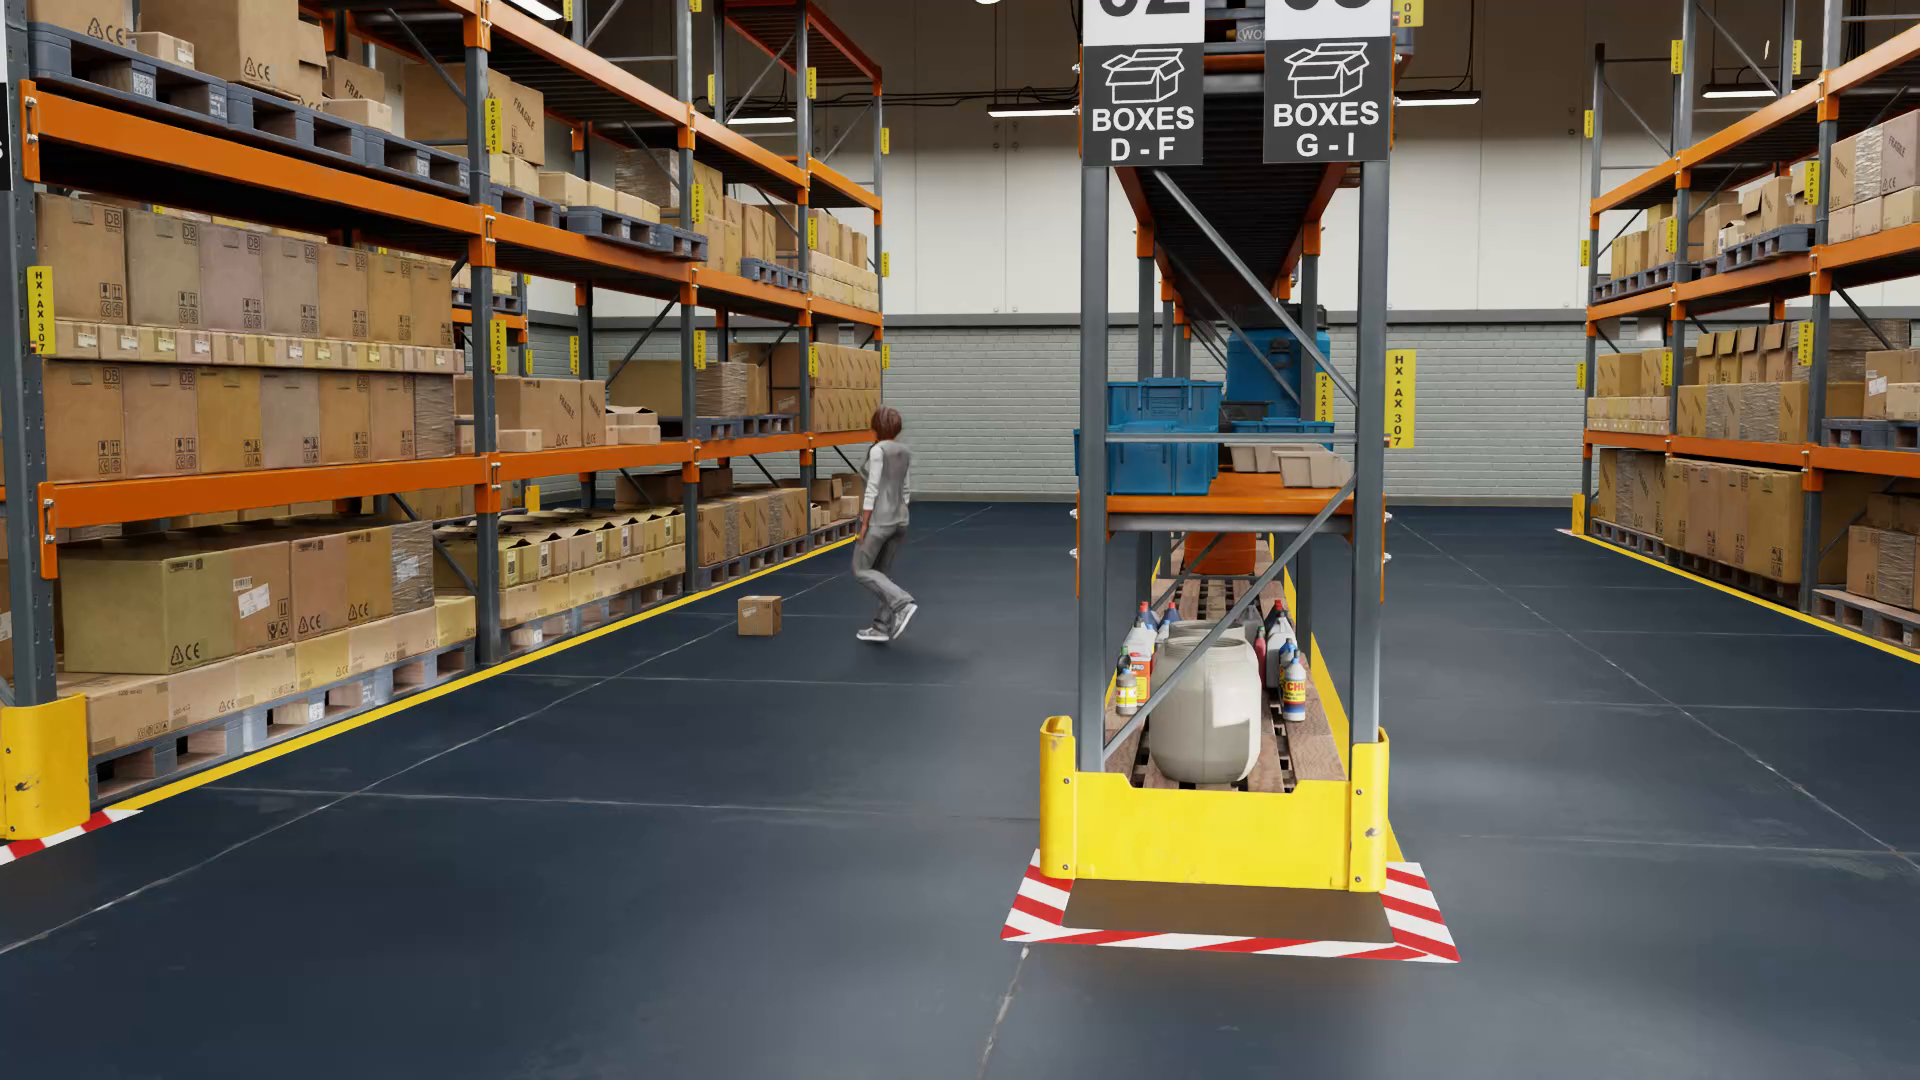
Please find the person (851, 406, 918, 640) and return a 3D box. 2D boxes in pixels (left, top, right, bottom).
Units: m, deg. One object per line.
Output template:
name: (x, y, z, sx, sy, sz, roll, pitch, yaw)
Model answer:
person: (-0.487, -0.101, 11.149, 0.557, 1.589, 0.439, 3, 6, 34)
